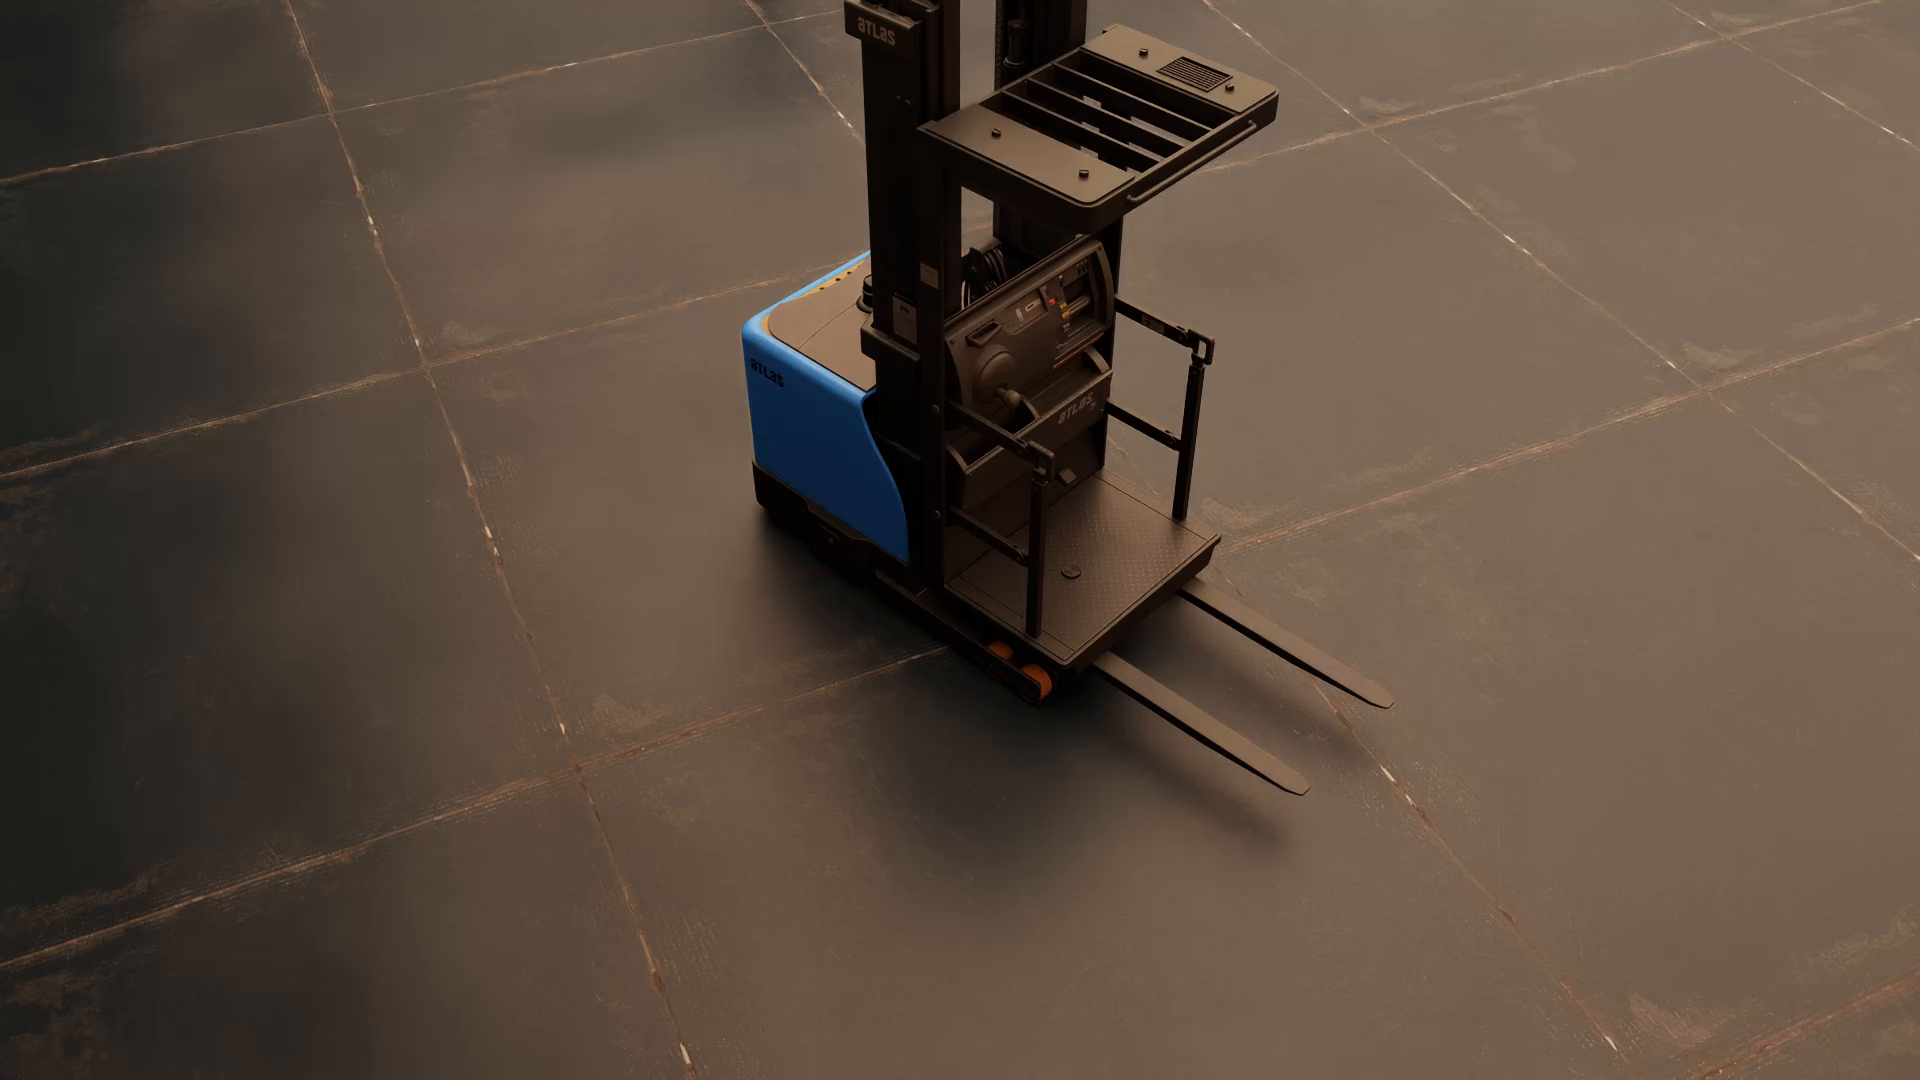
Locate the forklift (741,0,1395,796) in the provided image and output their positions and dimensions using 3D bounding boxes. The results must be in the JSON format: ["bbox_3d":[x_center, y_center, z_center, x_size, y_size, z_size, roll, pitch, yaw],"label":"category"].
[{"bbox_3d":[0.445,-0.788,6.525,3.031,2.935,1.130,32,52,30],"label":"forklift"}]
